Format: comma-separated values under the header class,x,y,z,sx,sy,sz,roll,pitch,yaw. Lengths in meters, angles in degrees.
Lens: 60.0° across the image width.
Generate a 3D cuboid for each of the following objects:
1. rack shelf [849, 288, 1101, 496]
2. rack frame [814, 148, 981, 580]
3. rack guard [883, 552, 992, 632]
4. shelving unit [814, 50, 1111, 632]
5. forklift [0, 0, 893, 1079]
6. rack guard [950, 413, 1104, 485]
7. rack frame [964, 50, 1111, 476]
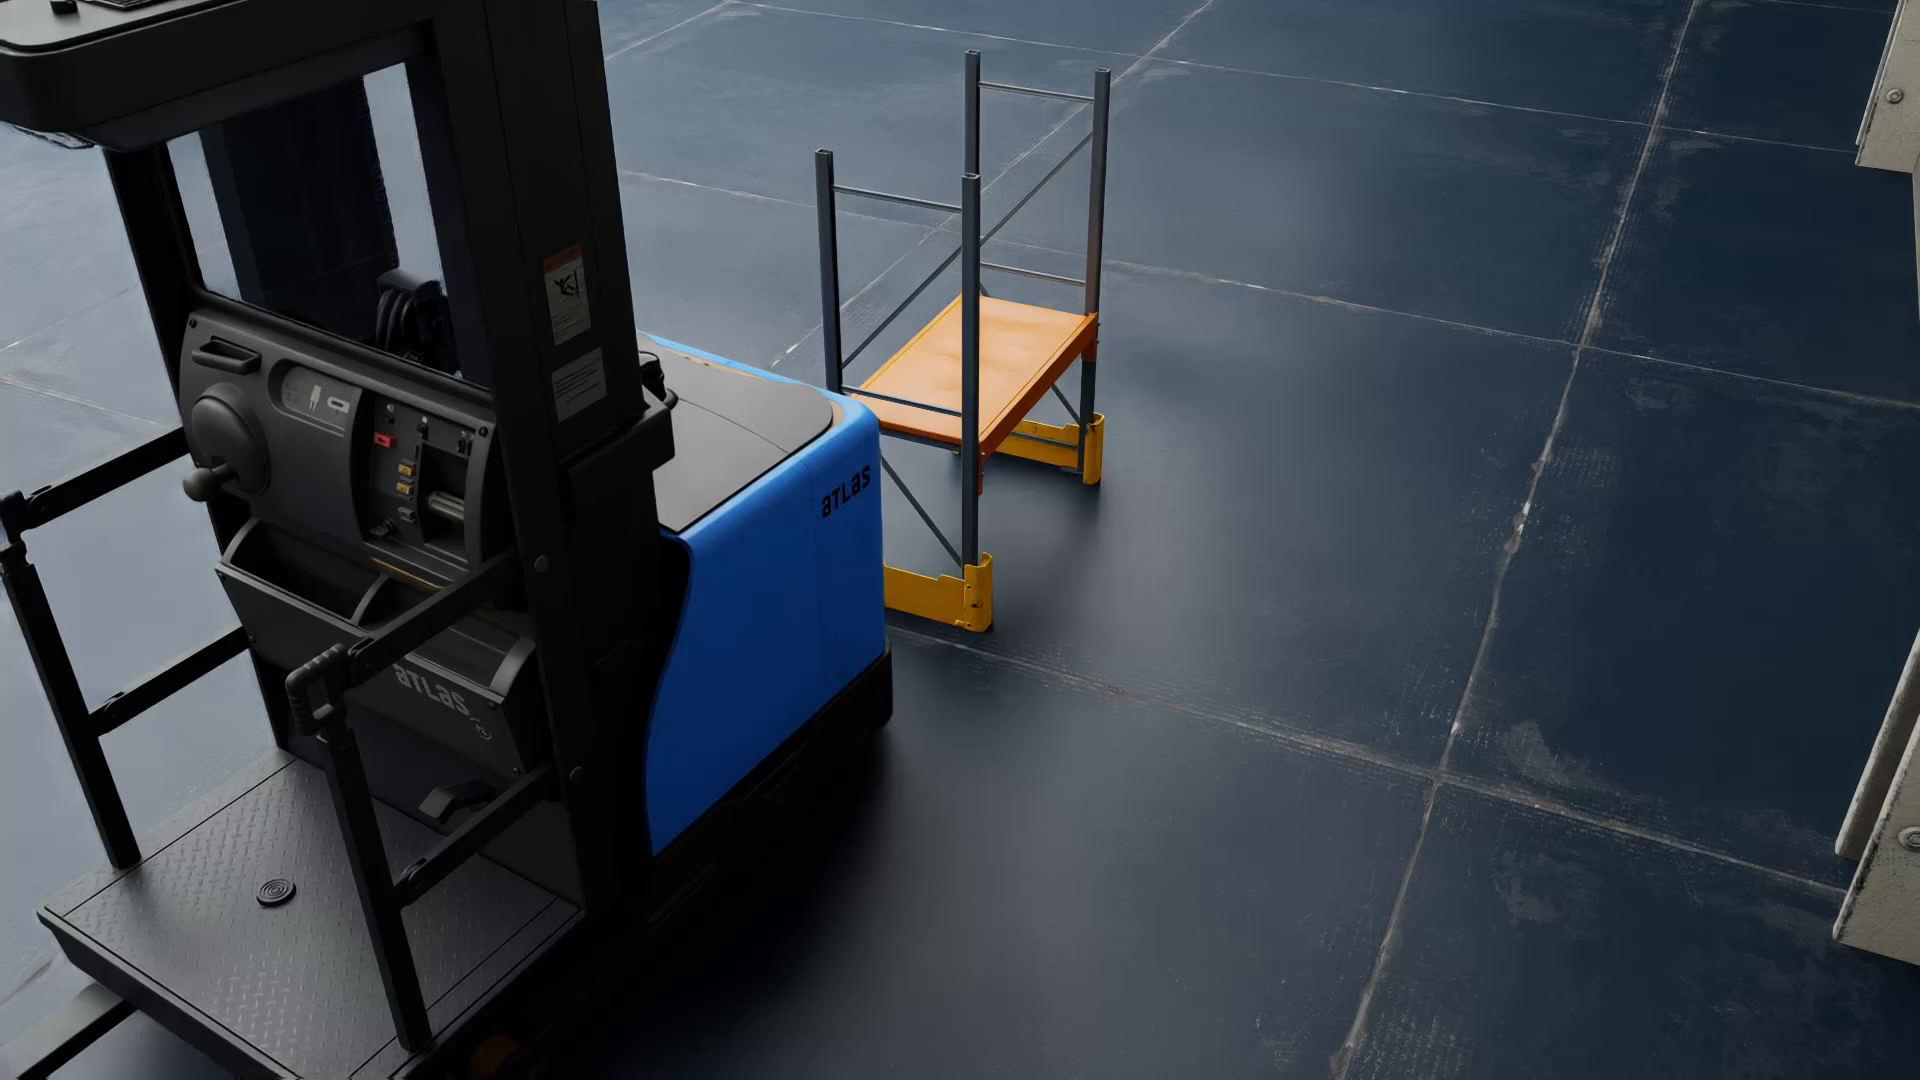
class,x,y,z,sx,sy,sz,roll,pitch,yaw
rack shelf,0.036,-0.519,5.502,0.538,0.185,1.000,14,36,20
rack frame,-0.177,-0.417,5.017,0.500,1.500,0.032,14,36,20
rack guard,-0.176,0.106,5.361,0.587,0.250,0.087,14,36,20
shelving unit,0.032,-0.665,5.397,0.587,1.500,1.083,14,36,20
forklift,-1.414,-0.141,3.293,1.130,2.935,3.031,19,38,27
rack guard,0.240,-0.391,6.118,0.587,0.250,0.087,14,36,20
rack frame,0.248,-0.923,5.790,0.500,1.500,0.032,14,36,20
